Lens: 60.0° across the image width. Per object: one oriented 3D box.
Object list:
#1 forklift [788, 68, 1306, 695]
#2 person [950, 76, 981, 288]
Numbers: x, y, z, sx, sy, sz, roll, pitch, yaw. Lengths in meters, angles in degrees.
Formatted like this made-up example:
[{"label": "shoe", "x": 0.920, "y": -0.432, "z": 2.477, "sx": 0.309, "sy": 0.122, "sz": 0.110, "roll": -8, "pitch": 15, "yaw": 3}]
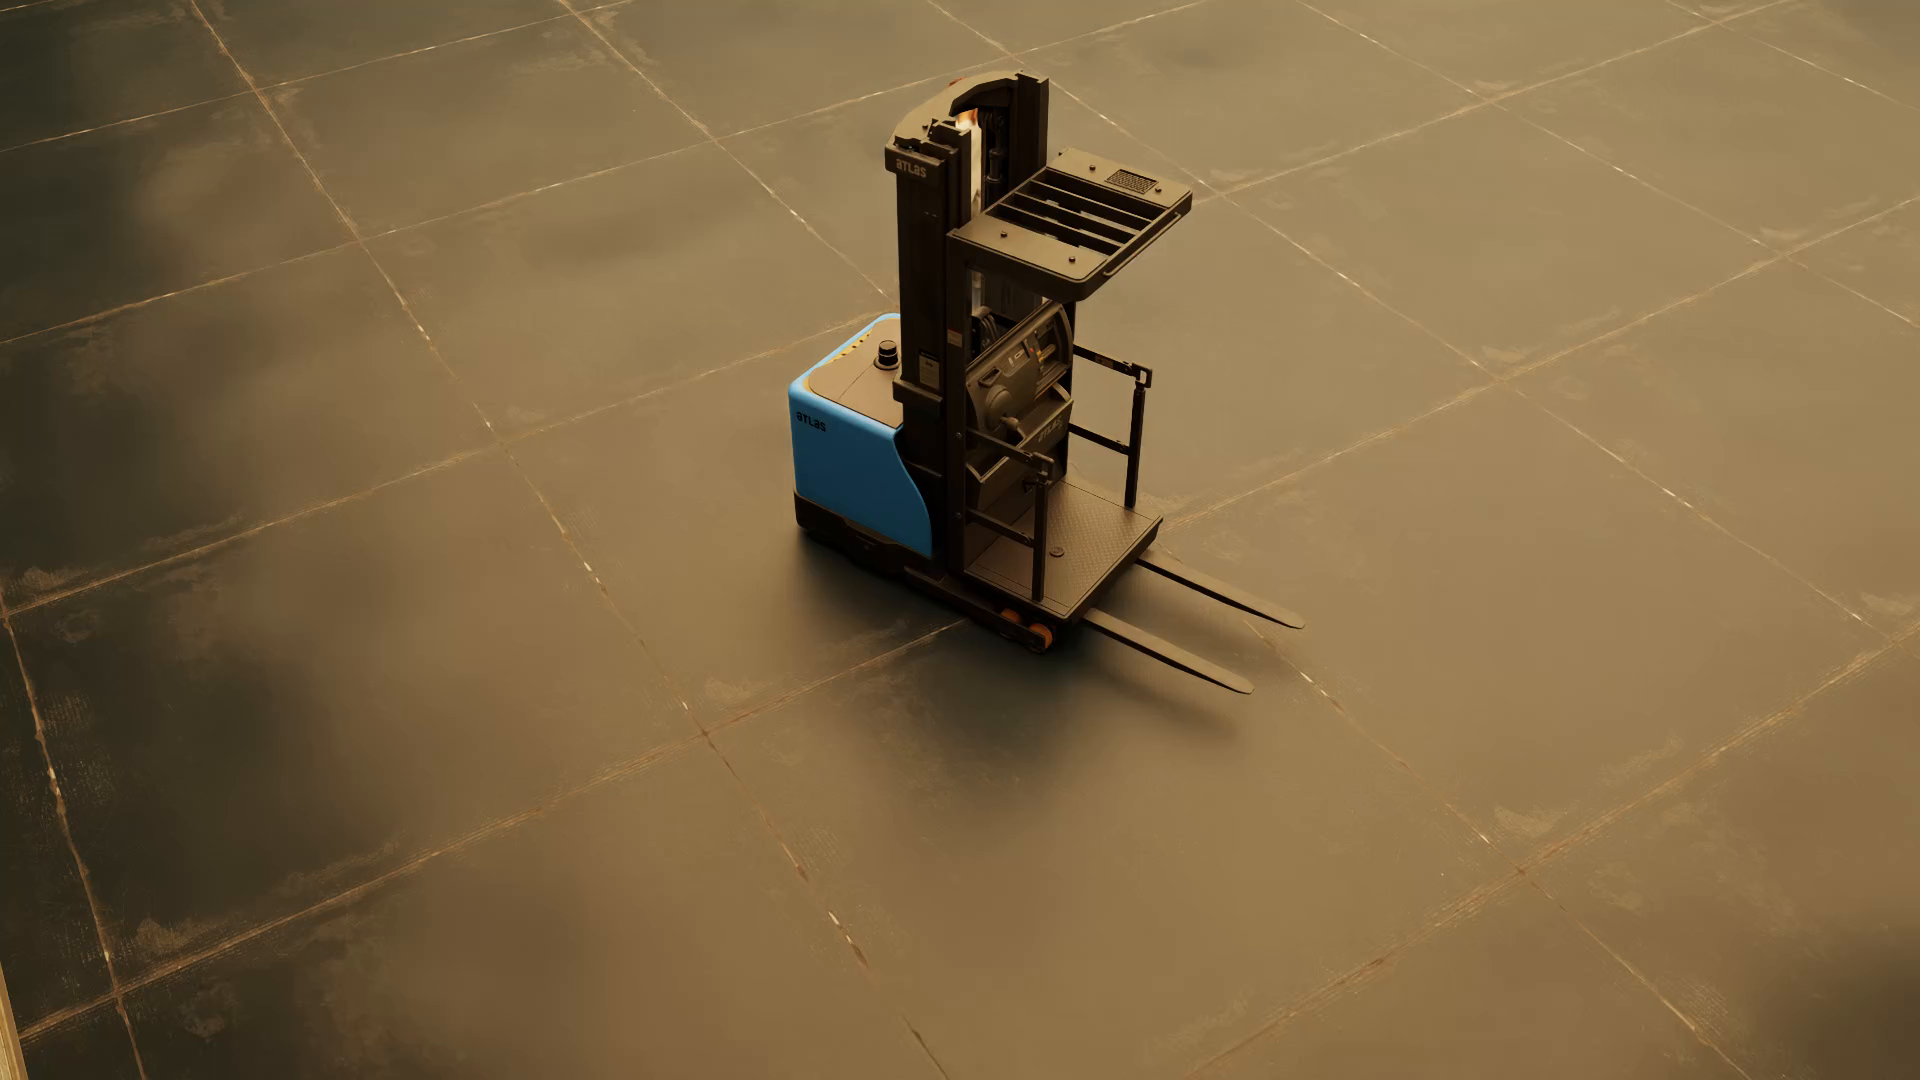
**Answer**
[{"label": "forklift", "x": 0.496, "y": -0.872, "z": 8.869, "sx": 3.031, "sy": 2.935, "sz": 1.130, "roll": 25, "pitch": 47, "yaw": 26}, {"label": "person", "x": 0.017, "y": -2.447, "z": 11.635, "sx": 0.363, "sy": 1.675, "sz": 0.523, "roll": 20, "pitch": 45, "yaw": 21}]
